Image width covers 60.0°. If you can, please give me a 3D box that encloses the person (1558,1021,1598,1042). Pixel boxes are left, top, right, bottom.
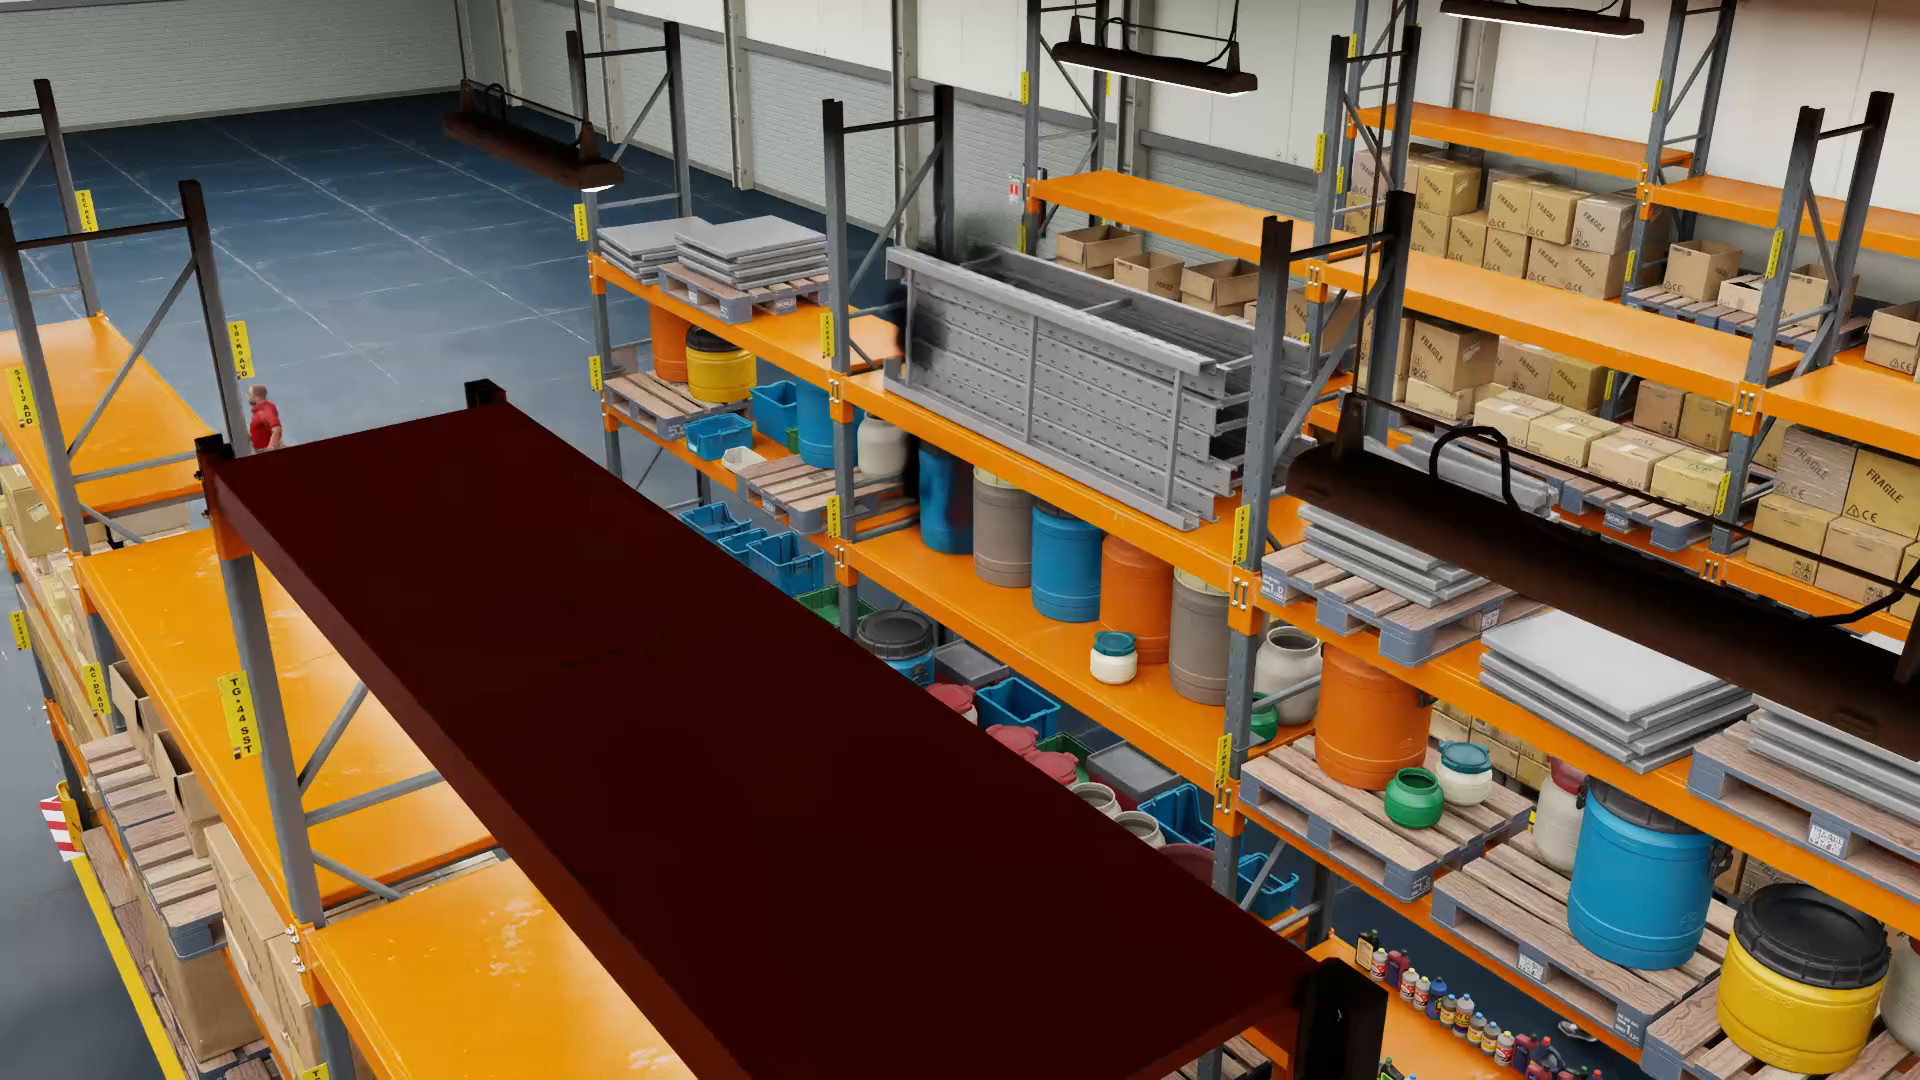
[{"bbox_3d":[4.311,2.844,11.260,0.545,1.335,0.536,18,31,34],"label":"person"}]

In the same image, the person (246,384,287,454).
[{"bbox_3d":[-7.925,-0.935,19.011,0.702,1.760,0.693,-4,25,-8],"label":"person"}]
